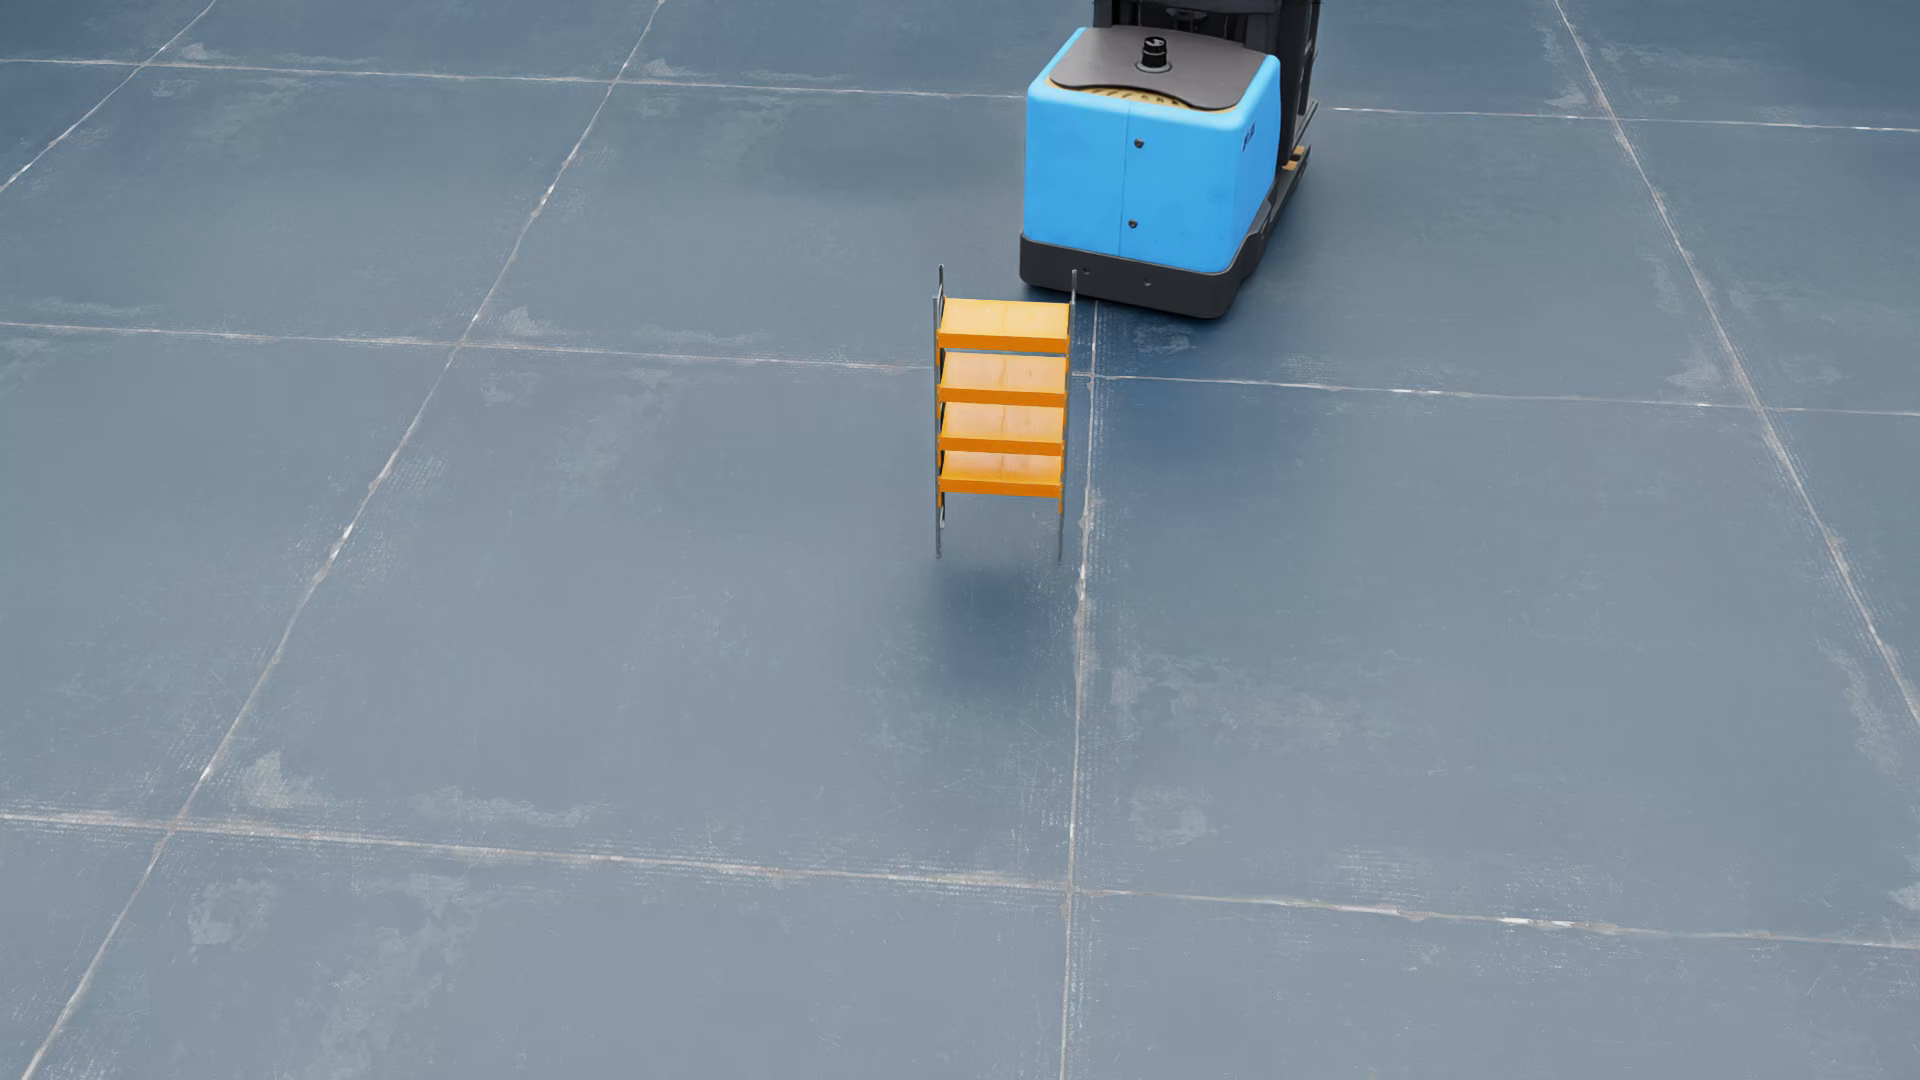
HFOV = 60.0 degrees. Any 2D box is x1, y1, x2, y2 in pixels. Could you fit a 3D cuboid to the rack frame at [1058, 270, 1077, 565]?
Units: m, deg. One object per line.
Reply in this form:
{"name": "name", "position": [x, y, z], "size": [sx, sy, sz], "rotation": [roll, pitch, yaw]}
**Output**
{"name": "rack frame", "position": [0.408, -0.443, 6.344], "size": [0.015, 1.200, 0.240], "rotation": [3, 39, 4]}

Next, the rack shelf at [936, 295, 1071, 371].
{"name": "rack shelf", "position": [0.165, -0.761, 6.112], "size": [0.480, 0.148, 0.258], "rotation": [3, 39, 4]}

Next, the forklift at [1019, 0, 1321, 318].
{"name": "forklift", "position": [1.299, -3.130, 8.273], "size": [1.130, 2.935, 3.031], "rotation": [14, 41, 16]}

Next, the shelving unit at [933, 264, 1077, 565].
{"name": "shelving unit", "position": [0.165, -0.456, 6.360], "size": [0.503, 1.200, 0.258], "rotation": [3, 39, 4]}

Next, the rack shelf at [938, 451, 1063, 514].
{"name": "rack shelf", "position": [0.165, -0.250, 6.528], "size": [0.480, 0.148, 0.258], "rotation": [3, 39, 4]}

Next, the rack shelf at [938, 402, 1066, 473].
{"name": "rack shelf", "position": [0.165, -0.404, 6.403], "size": [0.480, 0.148, 0.258], "rotation": [3, 39, 4]}

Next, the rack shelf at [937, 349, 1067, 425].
{"name": "rack shelf", "position": [0.165, -0.578, 6.261], "size": [0.480, 0.148, 0.258], "rotation": [3, 39, 4]}

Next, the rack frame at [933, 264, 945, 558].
{"name": "rack frame", "position": [-0.078, -0.470, 6.376], "size": [0.015, 1.200, 0.240], "rotation": [3, 39, 4]}
